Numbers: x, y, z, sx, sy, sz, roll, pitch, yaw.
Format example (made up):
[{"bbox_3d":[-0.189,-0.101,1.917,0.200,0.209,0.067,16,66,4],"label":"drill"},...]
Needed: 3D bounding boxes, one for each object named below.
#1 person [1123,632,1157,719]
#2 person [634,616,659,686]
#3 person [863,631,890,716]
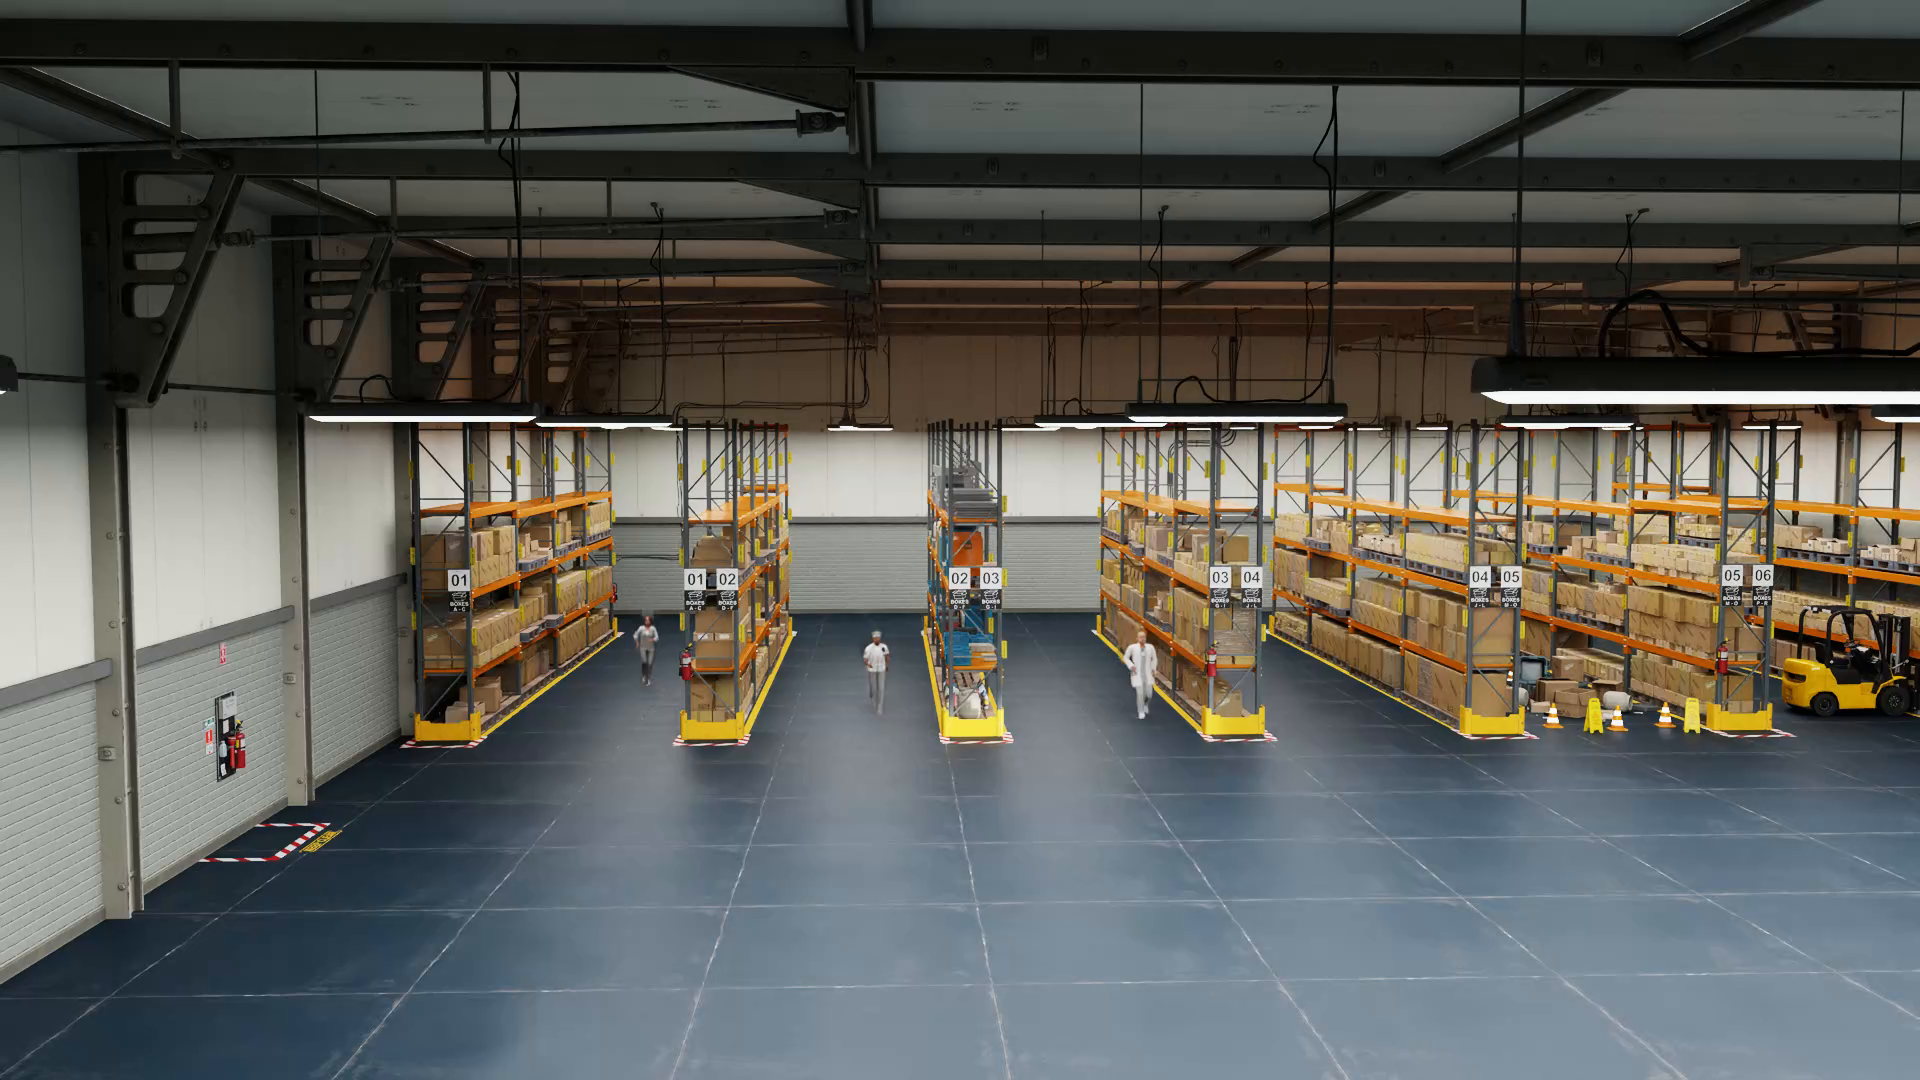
[{"bbox_3d":[3.635,2.711,33.473,0.718,1.743,0.637,0,4,-6],"label":"person"},{"bbox_3d":[-7.088,2.509,37.661,0.520,1.588,0.625,-1,4,-17],"label":"person"},{"bbox_3d":[-1.704,2.706,34.161,0.579,1.700,0.859,-1,4,-10],"label":"person"}]
